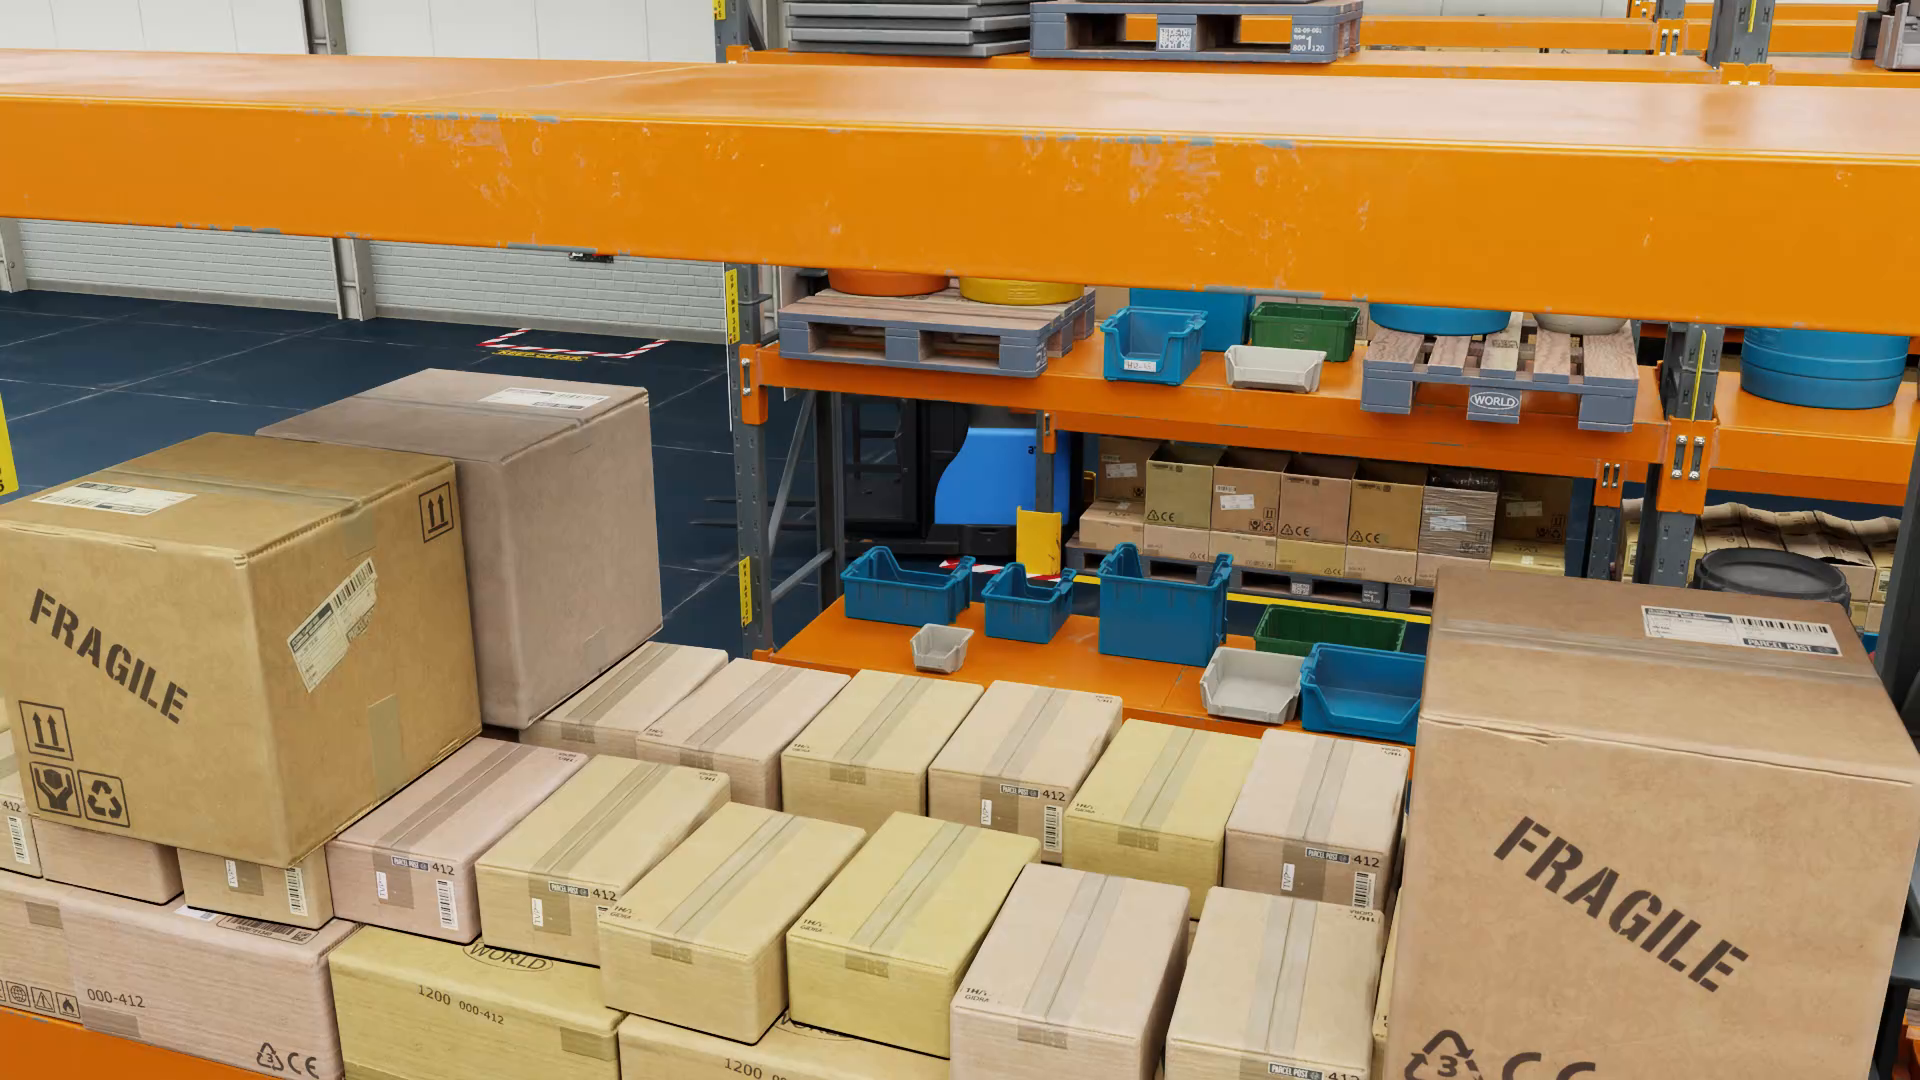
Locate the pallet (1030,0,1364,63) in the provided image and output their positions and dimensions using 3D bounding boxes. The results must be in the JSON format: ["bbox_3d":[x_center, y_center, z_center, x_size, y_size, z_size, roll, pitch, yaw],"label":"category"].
[{"bbox_3d":[1.001,-2.128,6.904,1.213,0.211,1.003,7,20,18],"label":"pallet"}]

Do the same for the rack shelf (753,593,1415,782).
[{"bbox_3d":[1.056,0.762,7.926,4.000,0.370,1.077,7,20,18],"label":"rack shelf"}]

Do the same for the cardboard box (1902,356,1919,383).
[{"bbox_3d":[8.760,-1.534,15.410,0.500,0.250,0.500,7,20,19],"label":"cardboard box"}]

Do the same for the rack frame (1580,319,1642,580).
[{"bbox_3d":[4.574,-0.901,11.605,0.127,3.000,1.000,7,20,18],"label":"rack frame"}]

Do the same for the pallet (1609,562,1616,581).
[{"bbox_3d":[5.283,0.483,11.870,1.213,0.211,1.003,7,20,18],"label":"pallet"}]

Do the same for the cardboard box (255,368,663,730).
[{"bbox_3d":[-0.911,-0.005,3.113,0.500,0.500,0.500,7,20,18],"label":"cardboard box"}]

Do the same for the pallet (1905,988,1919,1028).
[{"bbox_3d":[3.700,2.028,7.438,1.213,0.211,1.003,7,20,18],"label":"pallet"}]

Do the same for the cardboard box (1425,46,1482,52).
[{"bbox_3d":[4.616,-4.466,15.573,0.500,0.500,0.500,6,20,16],"label":"cardboard box"}]

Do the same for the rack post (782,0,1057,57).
[{"bbox_3d":[-0.161,-2.269,7.174,0.954,0.300,0.937,9,21,24],"label":"rack post"}]

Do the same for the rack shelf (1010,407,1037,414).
[{"bbox_3d":[0.637,-0.871,13.313,0.480,0.518,0.431,10,22,6],"label":"rack shelf"}]

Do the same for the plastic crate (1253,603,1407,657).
[{"bbox_3d":[1.756,0.504,7.895,0.662,0.188,0.450,7,20,18],"label":"plastic crate"}]

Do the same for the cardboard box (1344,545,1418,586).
[{"bbox_3d":[3.118,0.110,12.243,0.500,0.250,0.500,7,20,18],"label":"cardboard box"}]

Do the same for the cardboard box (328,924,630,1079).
[{"bbox_3d":[-0.639,0.696,2.692,0.500,0.250,0.500,7,20,20],"label":"cardboard box"}]

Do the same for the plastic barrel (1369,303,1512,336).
[{"bbox_3d":[2.040,-1.354,6.946,0.708,0.901,0.600,7,20,18],"label":"plastic barrel"}]

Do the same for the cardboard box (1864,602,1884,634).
[{"bbox_3d":[6.327,0.485,11.166,0.500,0.250,0.500,7,20,19],"label":"cardboard box"}]

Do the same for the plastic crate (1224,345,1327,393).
[{"bbox_3d":[1.297,-0.701,6.874,0.396,0.136,0.243,7,20,18],"label":"plastic crate"}]

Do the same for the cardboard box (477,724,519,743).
[{"bbox_3d":[-0.867,0.288,3.257,0.250,0.149,0.380,5,20,15],"label":"cardboard box"}]

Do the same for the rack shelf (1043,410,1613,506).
[{"bbox_3d":[2.685,-0.778,12.343,4.000,0.370,1.077,7,20,18],"label":"rack shelf"}]

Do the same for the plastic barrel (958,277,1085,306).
[{"bbox_3d":[0.285,-1.414,7.593,0.600,0.588,0.600,0,19,0],"label":"plastic barrel"}]

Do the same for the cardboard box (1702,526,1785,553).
[{"bbox_3d":[5.354,0.112,11.386,0.500,0.311,0.500,6,20,17],"label":"cardboard box"}]

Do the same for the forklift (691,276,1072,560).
[{"bbox_3d":[-0.623,-1.395,13.124,3.031,2.935,1.130,1,19,3],"label":"forklift"}]

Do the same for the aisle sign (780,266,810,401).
[{"bbox_3d":[-0.804,-1.121,8.287,0.004,0.787,0.394,7,20,18],"label":"aisle sign"}]

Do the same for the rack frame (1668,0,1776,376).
[{"bbox_3d":[2.945,-2.194,6.200,0.127,3.000,1.000,7,20,18],"label":"rack frame"}]

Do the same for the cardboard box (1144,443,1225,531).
[{"bbox_3d":[1.702,-0.407,12.587,0.500,0.500,0.500,7,20,18],"label":"cardboard box"}]

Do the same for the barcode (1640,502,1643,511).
[{"bbox_3d":[4.679,-0.225,11.335,0.075,0.075,0.001,7,20,18],"label":"barcode"}]

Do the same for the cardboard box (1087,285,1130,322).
[{"bbox_3d":[1.283,-1.933,12.442,0.500,0.500,0.700,7,20,18],"label":"cardboard box"}]

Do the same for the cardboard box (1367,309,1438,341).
[{"bbox_3d":[3.203,-1.716,11.818,0.500,0.500,0.700,7,20,18],"label":"cardboard box"}]

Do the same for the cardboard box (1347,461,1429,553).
[{"bbox_3d":[3.123,-0.248,12.131,0.500,0.500,0.500,7,20,18],"label":"cardboard box"}]

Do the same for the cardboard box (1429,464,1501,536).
[{"bbox_3d":[3.764,-0.354,12.436,0.500,0.500,0.500,7,20,18],"label":"cardboard box"}]

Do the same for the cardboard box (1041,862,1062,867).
[{"bbox_3d":[0.012,0.592,2.992,0.500,0.250,0.500,6,20,16],"label":"cardboard box"}]

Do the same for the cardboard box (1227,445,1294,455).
[{"bbox_3d":[2.350,-0.519,12.907,0.500,0.500,0.500,7,20,18],"label":"cardboard box"}]

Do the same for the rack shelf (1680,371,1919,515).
[{"bbox_3d":[4.835,-0.222,6.193,4.000,0.370,1.077,7,20,18],"label":"rack shelf"}]

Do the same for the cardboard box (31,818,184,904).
[{"bbox_3d":[-1.320,0.440,2.821,0.250,0.149,0.380,6,20,18],"label":"cardboard box"}]

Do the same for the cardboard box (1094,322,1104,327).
[{"bbox_3d":[1.096,-1.578,12.408,0.250,0.149,0.380,6,20,18],"label":"cardboard box"}]

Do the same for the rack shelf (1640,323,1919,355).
[{"bbox_3d":[8.086,-1.886,15.523,4.000,0.370,1.077,7,20,18],"label":"rack shelf"}]

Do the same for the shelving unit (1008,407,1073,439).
[{"bbox_3d":[0.639,-0.883,13.308,0.503,2.100,0.431,10,22,6],"label":"shelving unit"}]

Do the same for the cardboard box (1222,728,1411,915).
[{"bbox_3d":[0.590,0.470,2.736,0.250,0.149,0.380,7,20,18],"label":"cardboard box"}]

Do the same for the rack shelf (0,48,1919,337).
[{"bbox_3d":[-0.569,-0.597,2.498,3.687,0.071,0.831,7,20,18],"label":"rack shelf"}]

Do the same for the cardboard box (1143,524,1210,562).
[{"bbox_3d":[1.703,-0.053,12.712,0.500,0.250,0.500,7,20,18],"label":"cardboard box"}]

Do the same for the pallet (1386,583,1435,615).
[{"bbox_3d":[3.837,0.316,12.348,1.213,0.211,1.003,7,20,18],"label":"pallet"}]

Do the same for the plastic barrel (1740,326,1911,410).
[{"bbox_3d":[3.497,-1.027,6.648,0.708,0.901,0.600,7,20,18],"label":"plastic barrel"}]

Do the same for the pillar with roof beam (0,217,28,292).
[{"bbox_3d":[-15.053,-6.506,18.569,0.400,9.000,9.100,7,20,18],"label":"pillar with roof beam"}]

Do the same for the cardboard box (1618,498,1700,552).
[{"bbox_3d":[5.051,-0.111,12.026,0.500,0.311,0.500,7,20,18],"label":"cardboard box"}]

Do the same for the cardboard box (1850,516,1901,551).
[{"bbox_3d":[6.489,0.053,11.555,0.500,0.311,0.500,6,20,17],"label":"cardboard box"}]

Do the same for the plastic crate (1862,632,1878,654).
[{"bbox_3d":[4.089,0.668,7.126,0.575,0.384,0.392,7,20,18],"label":"plastic crate"}]

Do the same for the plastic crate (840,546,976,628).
[{"bbox_3d":[-0.262,0.238,8.564,0.616,0.251,0.499,7,20,18],"label":"plastic crate"}]

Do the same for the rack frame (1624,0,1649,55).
[{"bbox_3d":[6.197,-5.275,15.037,0.127,3.000,1.000,7,20,18],"label":"rack frame"}]

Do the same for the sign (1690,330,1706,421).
[{"bbox_3d":[2.754,-0.612,6.205,0.005,0.325,0.100,7,20,18],"label":"sign"}]

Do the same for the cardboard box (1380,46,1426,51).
[{"bbox_3d":[4.361,-4.682,16.191,0.500,0.500,0.500,6,20,18],"label":"cardboard box"}]

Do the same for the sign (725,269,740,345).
[{"bbox_3d":[-1.018,-1.044,7.443,0.005,0.325,0.100,7,20,18],"label":"sign"}]

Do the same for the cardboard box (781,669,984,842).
[{"bbox_3d":[-0.130,0.384,2.981,0.250,0.149,0.380,6,20,17],"label":"cardboard box"}]

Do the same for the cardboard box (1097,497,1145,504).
[{"bbox_3d":[1.400,-0.267,13.325,0.500,0.250,0.500,7,20,18],"label":"cardboard box"}]

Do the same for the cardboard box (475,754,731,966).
[{"bbox_3d":[-0.554,0.502,2.644,0.250,0.149,0.380,6,20,16],"label":"cardboard box"}]

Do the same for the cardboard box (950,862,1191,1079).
[{"bbox_3d":[0.161,0.620,2.306,0.250,0.149,0.380,6,20,16],"label":"cardboard box"}]
